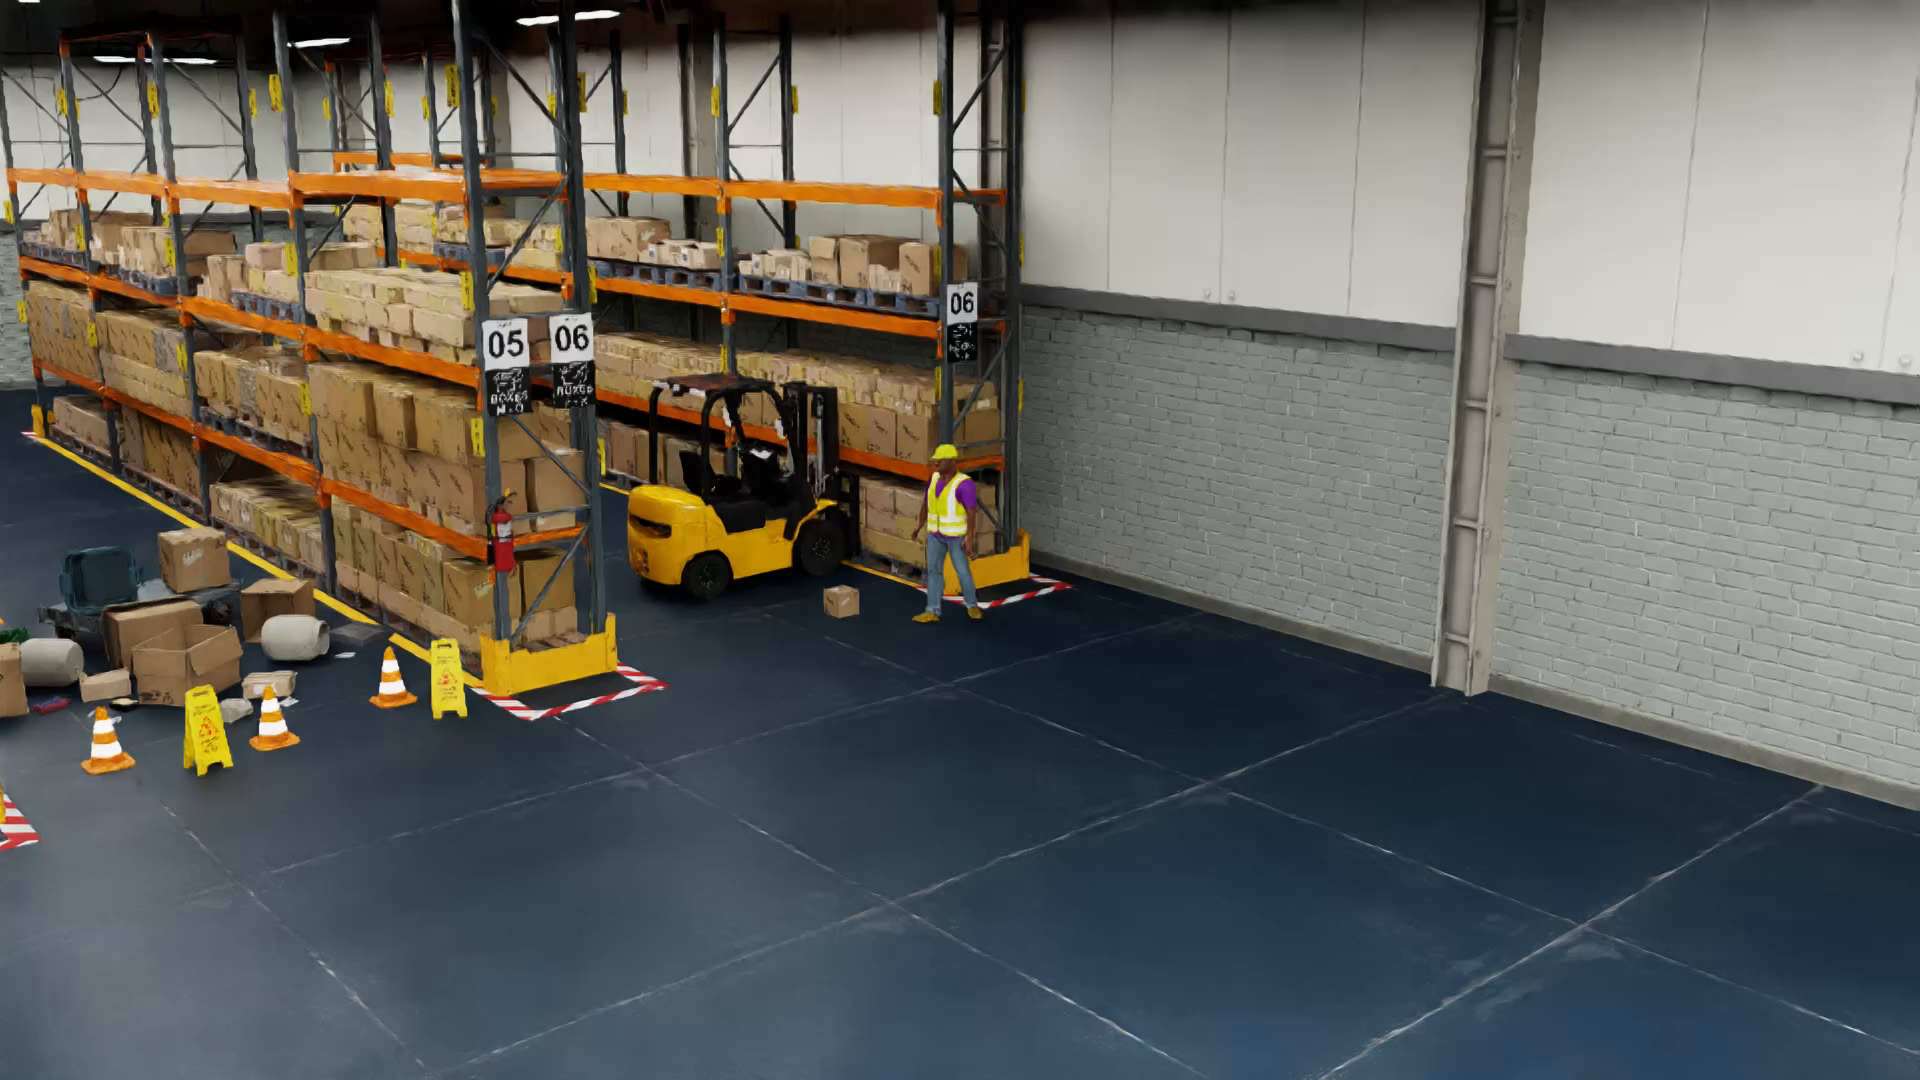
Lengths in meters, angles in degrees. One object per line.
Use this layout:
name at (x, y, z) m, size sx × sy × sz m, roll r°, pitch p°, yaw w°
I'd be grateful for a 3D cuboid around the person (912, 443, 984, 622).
person at (-0.086, -0.053, 16.160) m, size 0.559 × 1.768 × 0.635 m, roll 10°, pitch 17°, yaw 35°
